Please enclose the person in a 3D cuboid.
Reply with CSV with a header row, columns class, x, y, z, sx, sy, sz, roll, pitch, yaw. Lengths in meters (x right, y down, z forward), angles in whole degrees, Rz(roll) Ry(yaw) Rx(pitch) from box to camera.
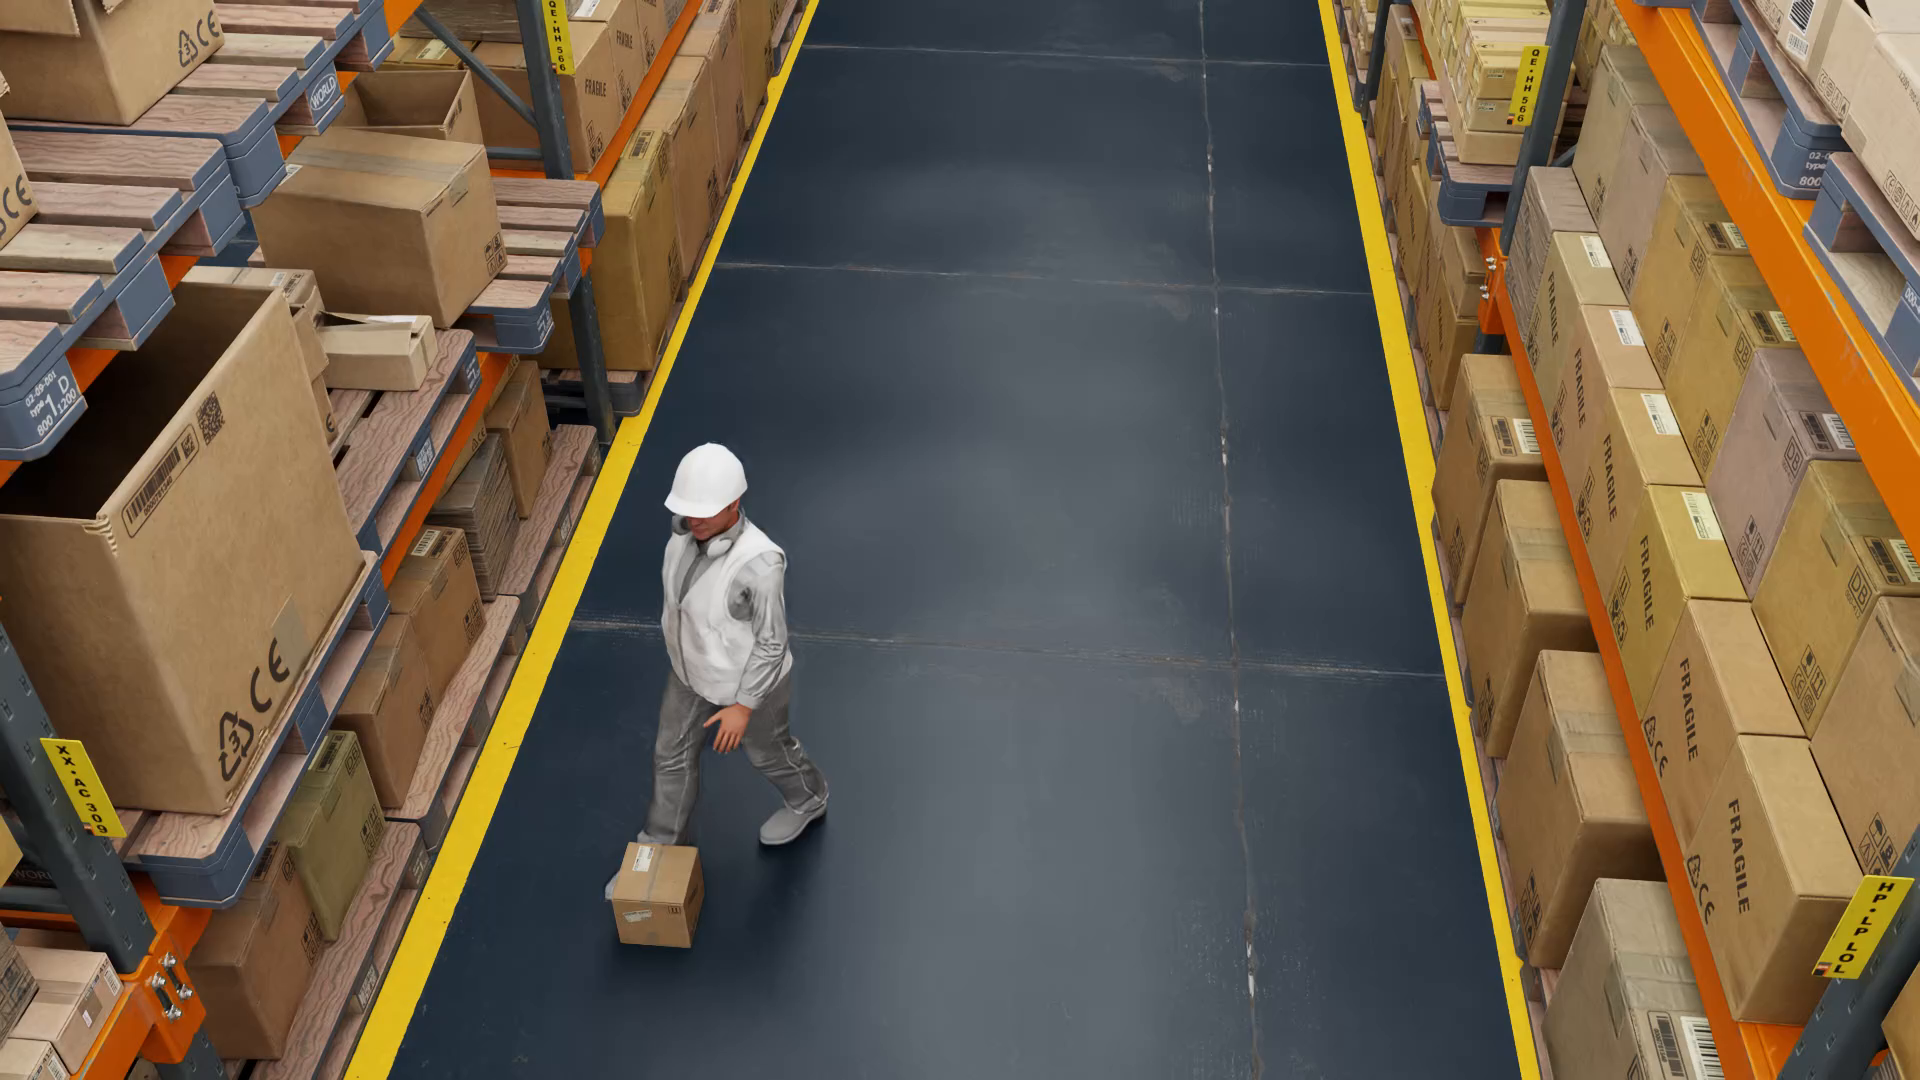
class,x,y,z,sx,sy,sz,roll,pitch,yaw
person,-0.885,0.474,5.577,0.615,1.743,0.885,32,50,33
